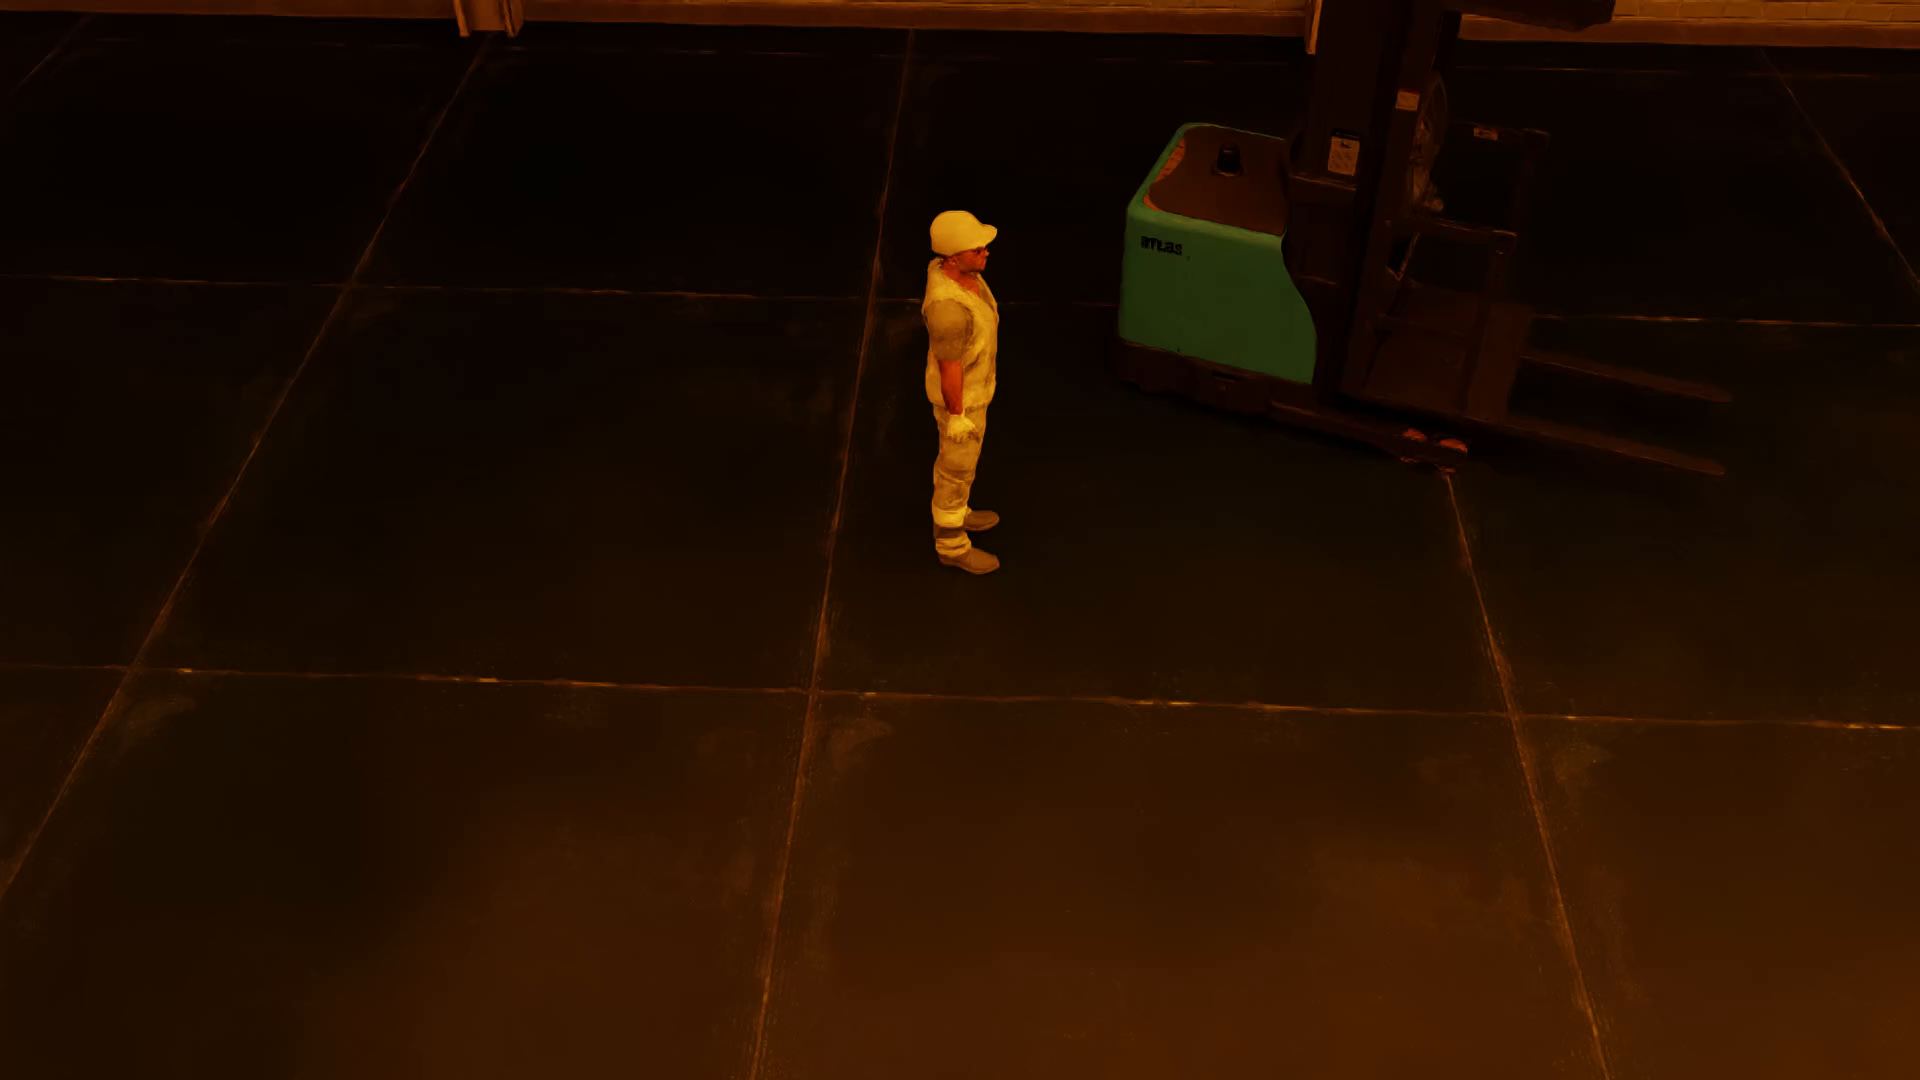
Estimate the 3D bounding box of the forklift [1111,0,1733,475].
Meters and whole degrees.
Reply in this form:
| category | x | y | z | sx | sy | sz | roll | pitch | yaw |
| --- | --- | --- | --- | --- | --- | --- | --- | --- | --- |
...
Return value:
| category | x | y | z | sx | sy | sz | roll | pitch | yaw |
| --- | --- | --- | --- | --- | --- | --- | --- | --- | --- |
| forklift | 2.369 | -1.830 | 7.746 | 3.031 | 2.935 | 1.130 | 16 | 45 | 16 |

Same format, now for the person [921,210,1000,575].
| category | x | y | z | sx | sy | sz | roll | pitch | yaw |
| --- | --- | --- | --- | --- | --- | --- | --- | --- | --- |
| person | 0.021 | -0.662 | 7.312 | 0.349 | 1.795 | 0.540 | 2 | 42 | 2 |
